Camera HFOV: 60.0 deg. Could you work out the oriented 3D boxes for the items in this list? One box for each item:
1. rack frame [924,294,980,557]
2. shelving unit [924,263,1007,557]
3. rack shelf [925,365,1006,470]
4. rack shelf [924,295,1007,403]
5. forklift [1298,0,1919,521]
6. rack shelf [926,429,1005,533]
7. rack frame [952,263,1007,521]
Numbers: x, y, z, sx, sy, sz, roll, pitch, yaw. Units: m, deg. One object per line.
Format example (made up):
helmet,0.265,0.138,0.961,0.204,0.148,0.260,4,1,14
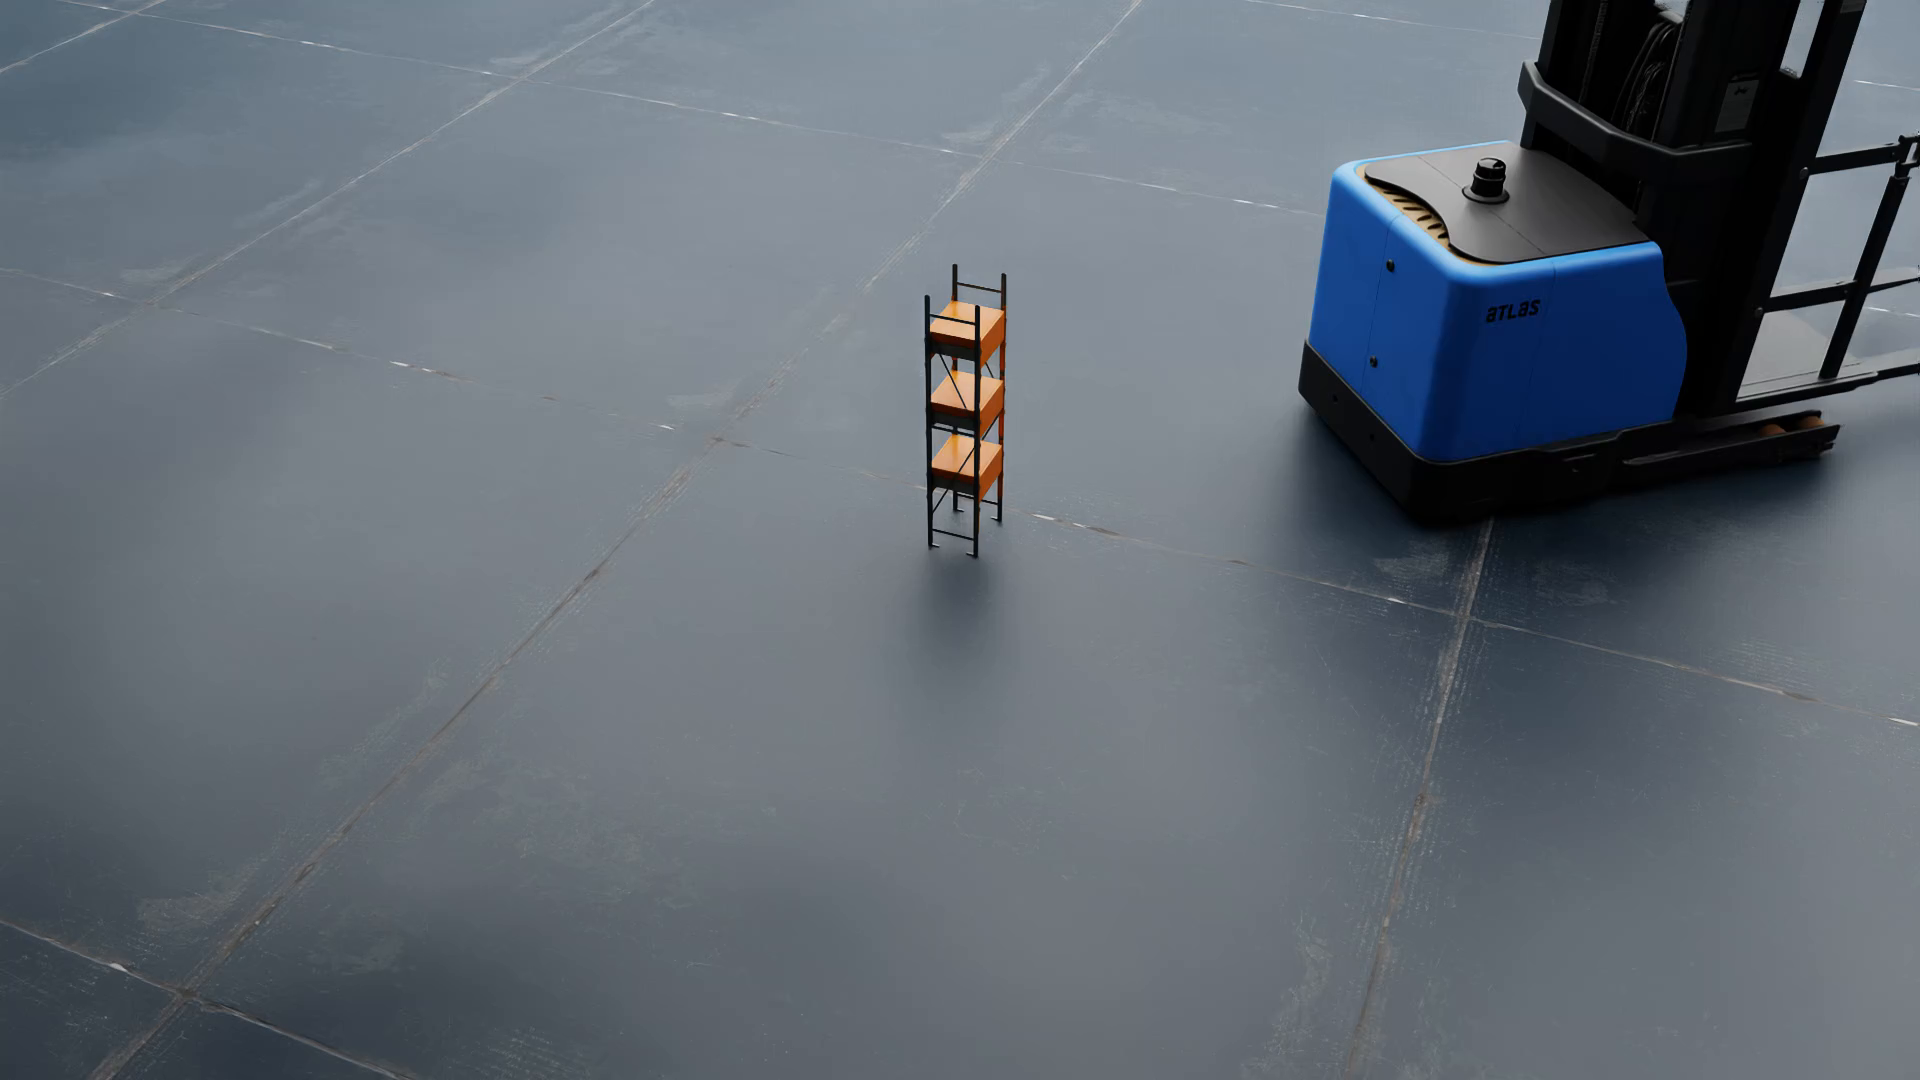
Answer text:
rack frame,-0.026,-0.383,5.885,0.200,1.050,0.008,14,39,18
shelving unit,0.020,-0.450,5.975,0.215,1.050,0.252,14,39,18
rack shelf,0.020,-0.442,5.982,0.215,0.259,0.240,14,39,18
rack shelf,0.020,-0.669,5.812,0.215,0.259,0.240,14,39,18
forklift,2.992,-1.758,6.154,3.031,2.935,1.130,-11,38,-14
rack shelf,0.020,-0.219,6.148,0.215,0.259,0.240,14,39,18
rack frame,0.067,-0.518,6.066,0.200,1.050,0.008,14,39,18
